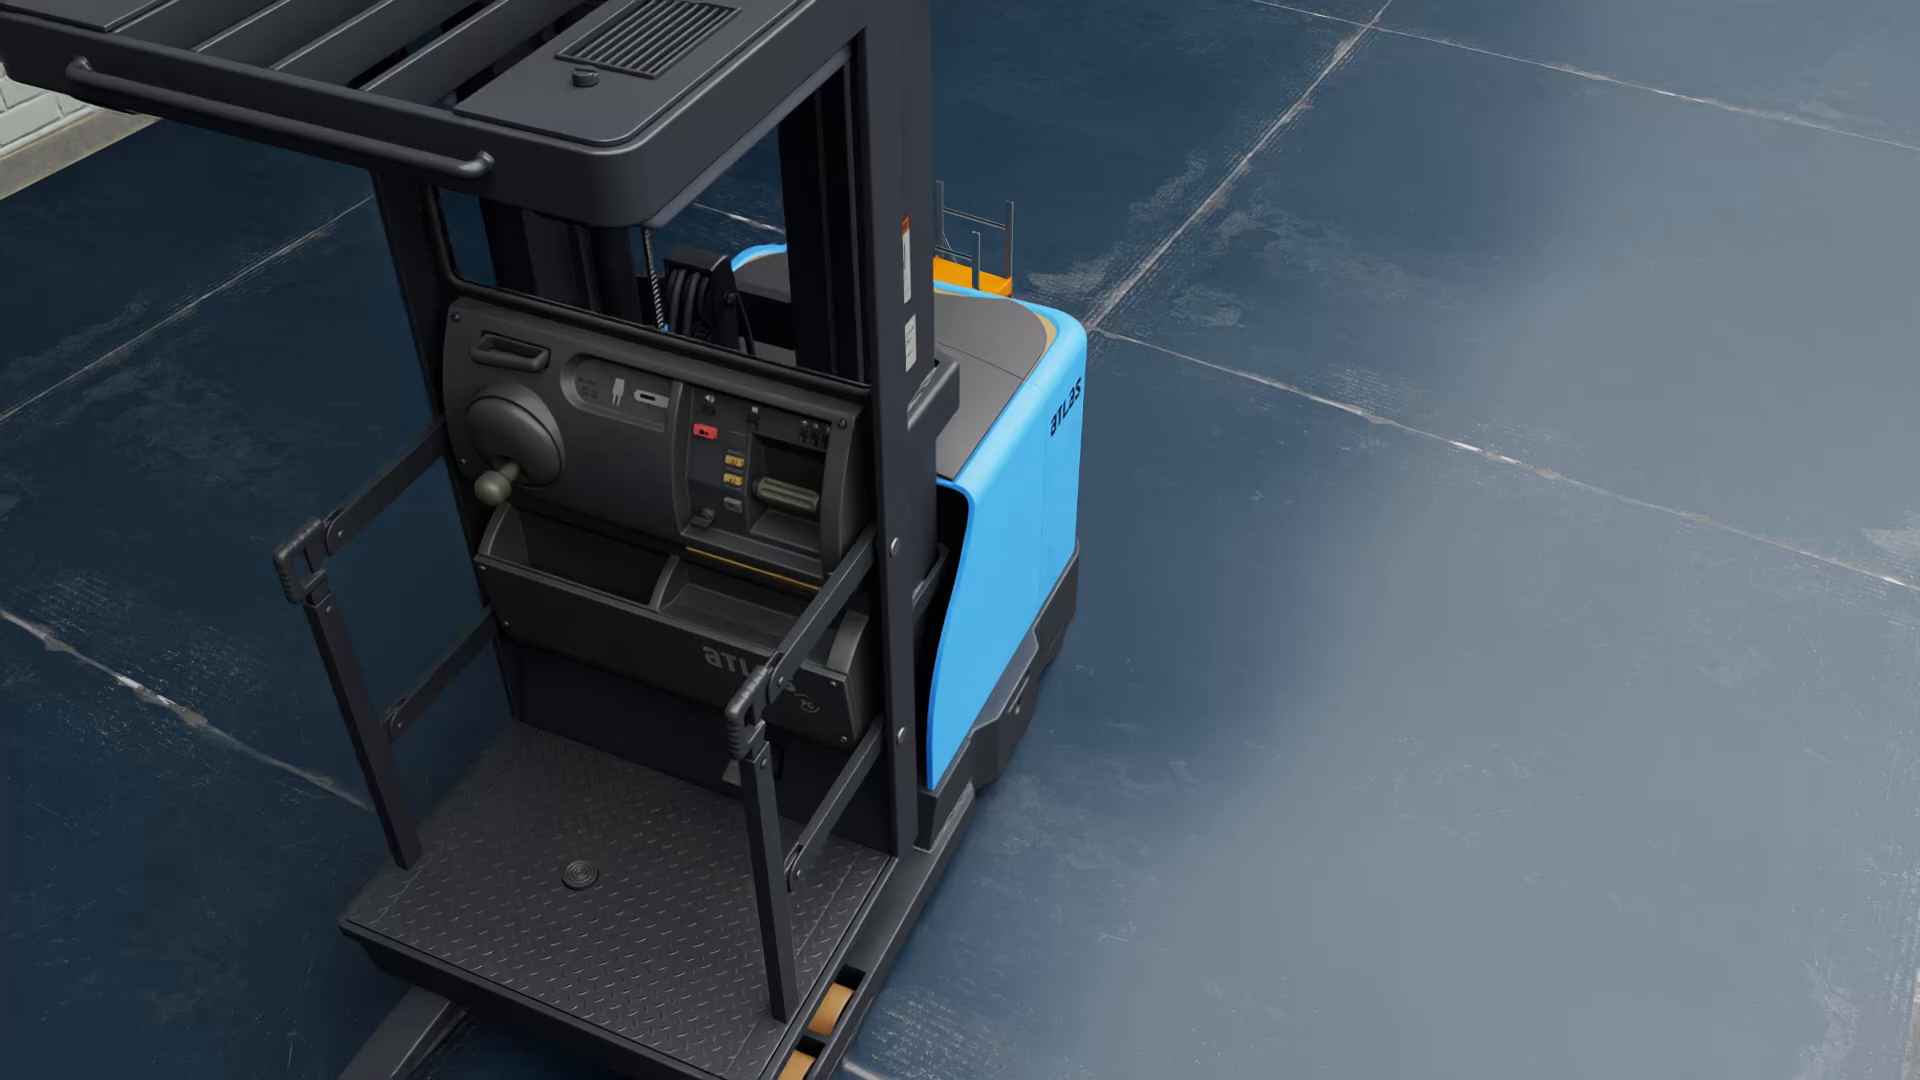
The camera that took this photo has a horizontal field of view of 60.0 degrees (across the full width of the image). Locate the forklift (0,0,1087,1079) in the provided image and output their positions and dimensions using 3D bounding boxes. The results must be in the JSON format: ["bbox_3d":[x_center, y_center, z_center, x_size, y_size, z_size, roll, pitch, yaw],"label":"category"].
[{"bbox_3d":[-0.718,-0.114,3.162,1.130,2.935,3.031,16,44,18],"label":"forklift"}]

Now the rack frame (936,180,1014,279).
[{"bbox_3d":[0.039,-0.494,4.904,0.240,1.200,0.006,21,45,22],"label":"rack frame"}]

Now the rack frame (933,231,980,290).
[{"bbox_3d":[-0.053,-0.390,4.785,0.240,1.200,0.006,21,45,22],"label":"rack frame"}]

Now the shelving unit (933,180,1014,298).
[{"bbox_3d":[-0.007,-0.442,4.844,0.258,1.200,0.189,21,45,22],"label":"shelving unit"}]

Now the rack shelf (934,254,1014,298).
[{"bbox_3d":[-0.007,-0.679,4.636,0.258,0.103,0.180,21,45,22],"label":"rack shelf"}]
